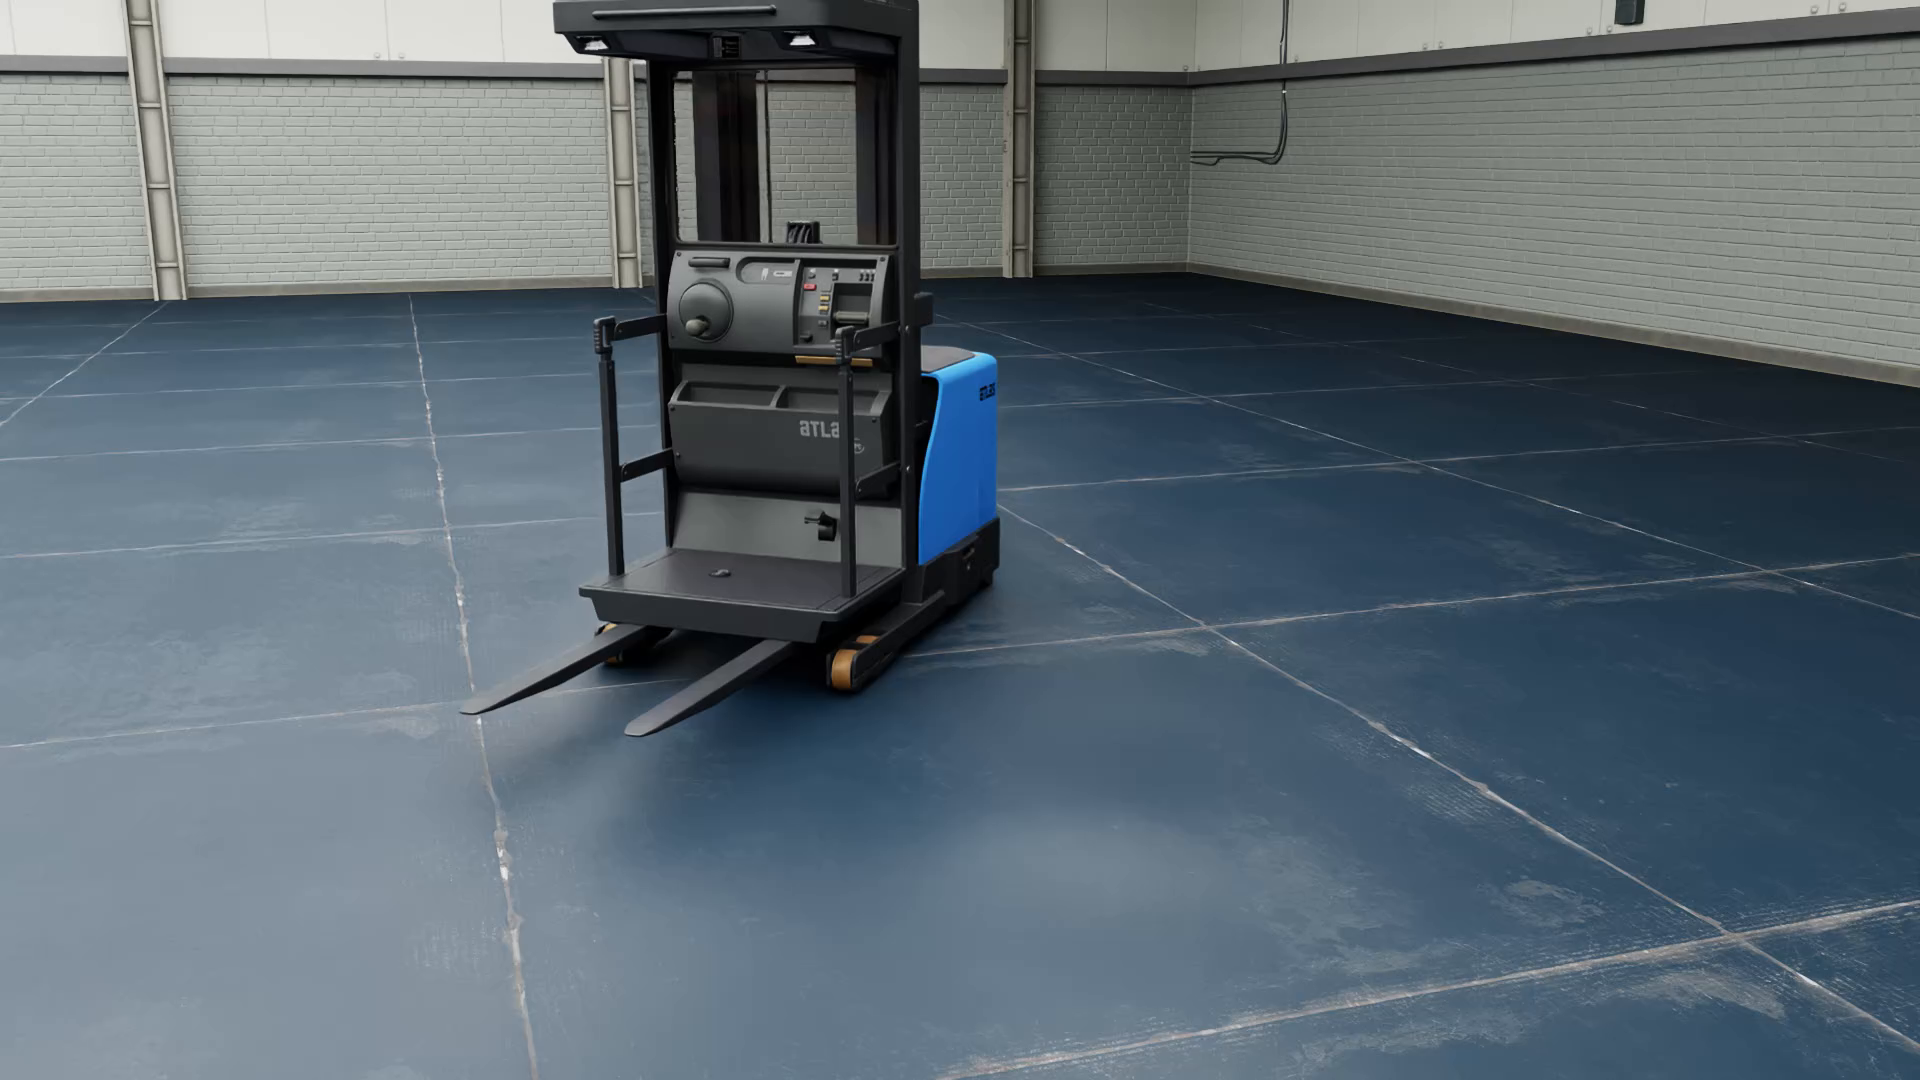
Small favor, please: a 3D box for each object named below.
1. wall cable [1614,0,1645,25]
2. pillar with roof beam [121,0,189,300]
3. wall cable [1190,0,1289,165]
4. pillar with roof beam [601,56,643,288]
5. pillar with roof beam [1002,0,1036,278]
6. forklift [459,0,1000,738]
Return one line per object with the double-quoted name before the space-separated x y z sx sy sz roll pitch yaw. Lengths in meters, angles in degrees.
"wall cable" 7.121 -7.966 15.338 0.169 6.003 2.305 -4 14 -18
"pillar with roof beam" -9.106 -6.638 17.102 0.400 9.000 9.100 -4 14 -18
"wall cable" 4.108 -6.884 24.849 0.112 2.526 3.097 -4 14 -18
"pillar with roof beam" -3.419 -7.081 18.964 0.400 9.000 9.100 -4 14 -18
"pillar with roof beam" 2.267 -7.523 20.826 0.400 9.000 9.100 -4 14 -18
"forklift" -0.791 -0.960 6.344 1.130 2.935 3.031 5 14 19
